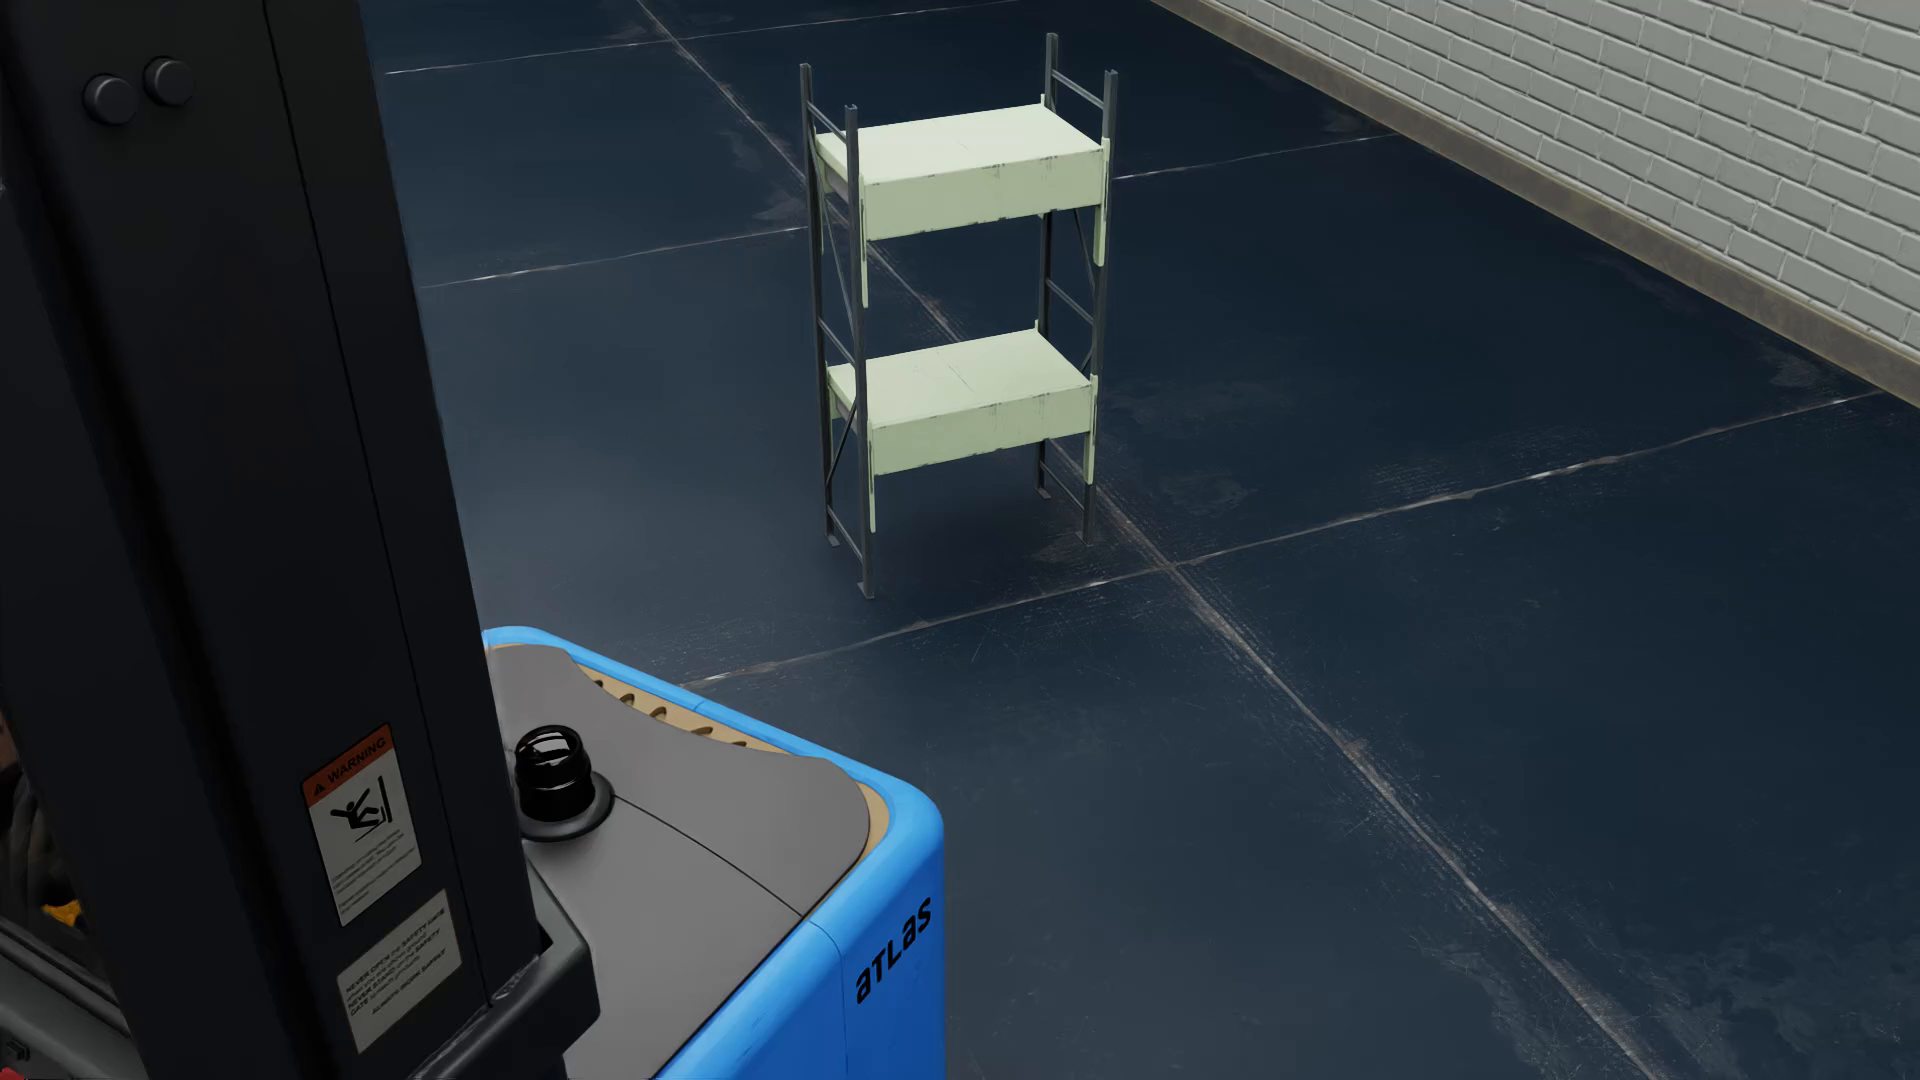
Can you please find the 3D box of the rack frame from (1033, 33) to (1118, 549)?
[{"bbox_3d":[0.331,-0.704,4.958,0.023,1.500,0.400,-13,35,-19],"label":"rack frame"}]

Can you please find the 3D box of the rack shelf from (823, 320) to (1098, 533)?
[{"bbox_3d":[-0.006,-0.354,5.017,0.720,0.370,0.431,-13,35,-19],"label":"rack shelf"}]

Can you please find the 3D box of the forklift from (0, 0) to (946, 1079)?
[{"bbox_3d":[-1.209,0.629,1.596,1.130,2.935,3.031,19,37,26],"label":"forklift"}]

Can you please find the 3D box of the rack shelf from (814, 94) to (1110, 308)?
[{"bbox_3d":[-0.006,-0.954,4.626,0.720,0.370,0.431,-13,35,-19],"label":"rack shelf"}]

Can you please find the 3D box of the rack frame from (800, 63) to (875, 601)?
[{"bbox_3d":[-0.344,-0.550,4.720,0.023,1.500,0.400,-13,35,-19],"label":"rack frame"}]

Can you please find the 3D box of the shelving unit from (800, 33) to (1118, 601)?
[{"bbox_3d":[-0.006,-0.627,4.839,0.755,1.500,0.431,-13,35,-19],"label":"shelving unit"}]
